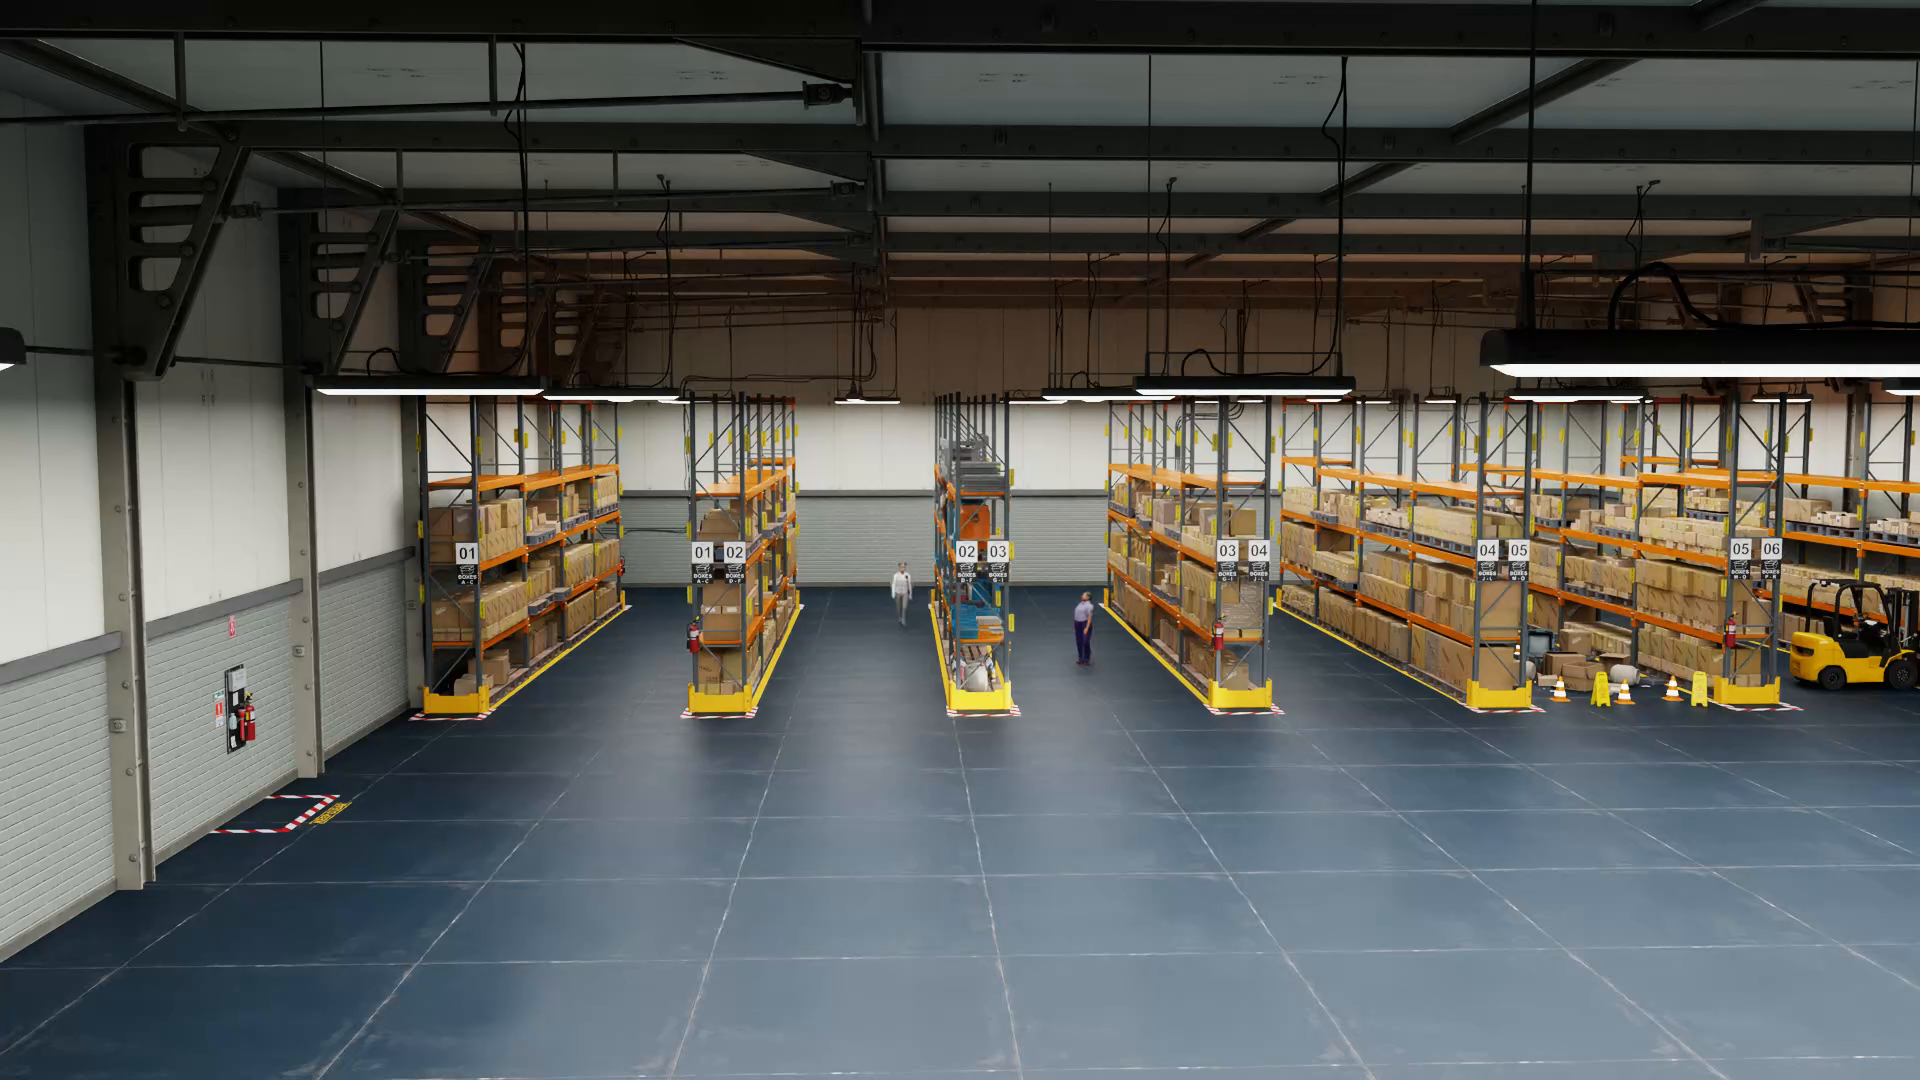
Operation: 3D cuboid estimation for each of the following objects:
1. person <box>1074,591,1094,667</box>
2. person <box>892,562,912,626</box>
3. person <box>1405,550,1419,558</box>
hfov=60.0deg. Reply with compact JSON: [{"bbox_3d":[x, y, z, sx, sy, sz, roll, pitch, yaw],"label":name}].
[{"bbox_3d":[2.701,1.979,36.935,0.541,1.677,0.497,4,6,43],"label":"person"},{"bbox_3d":[-1.541,1.399,43.589,0.499,1.637,0.998,1,5,10],"label":"person"},{"bbox_3d":[13.502,0.871,49.631,0.826,1.748,0.663,-1,5,-16],"label":"person"}]
